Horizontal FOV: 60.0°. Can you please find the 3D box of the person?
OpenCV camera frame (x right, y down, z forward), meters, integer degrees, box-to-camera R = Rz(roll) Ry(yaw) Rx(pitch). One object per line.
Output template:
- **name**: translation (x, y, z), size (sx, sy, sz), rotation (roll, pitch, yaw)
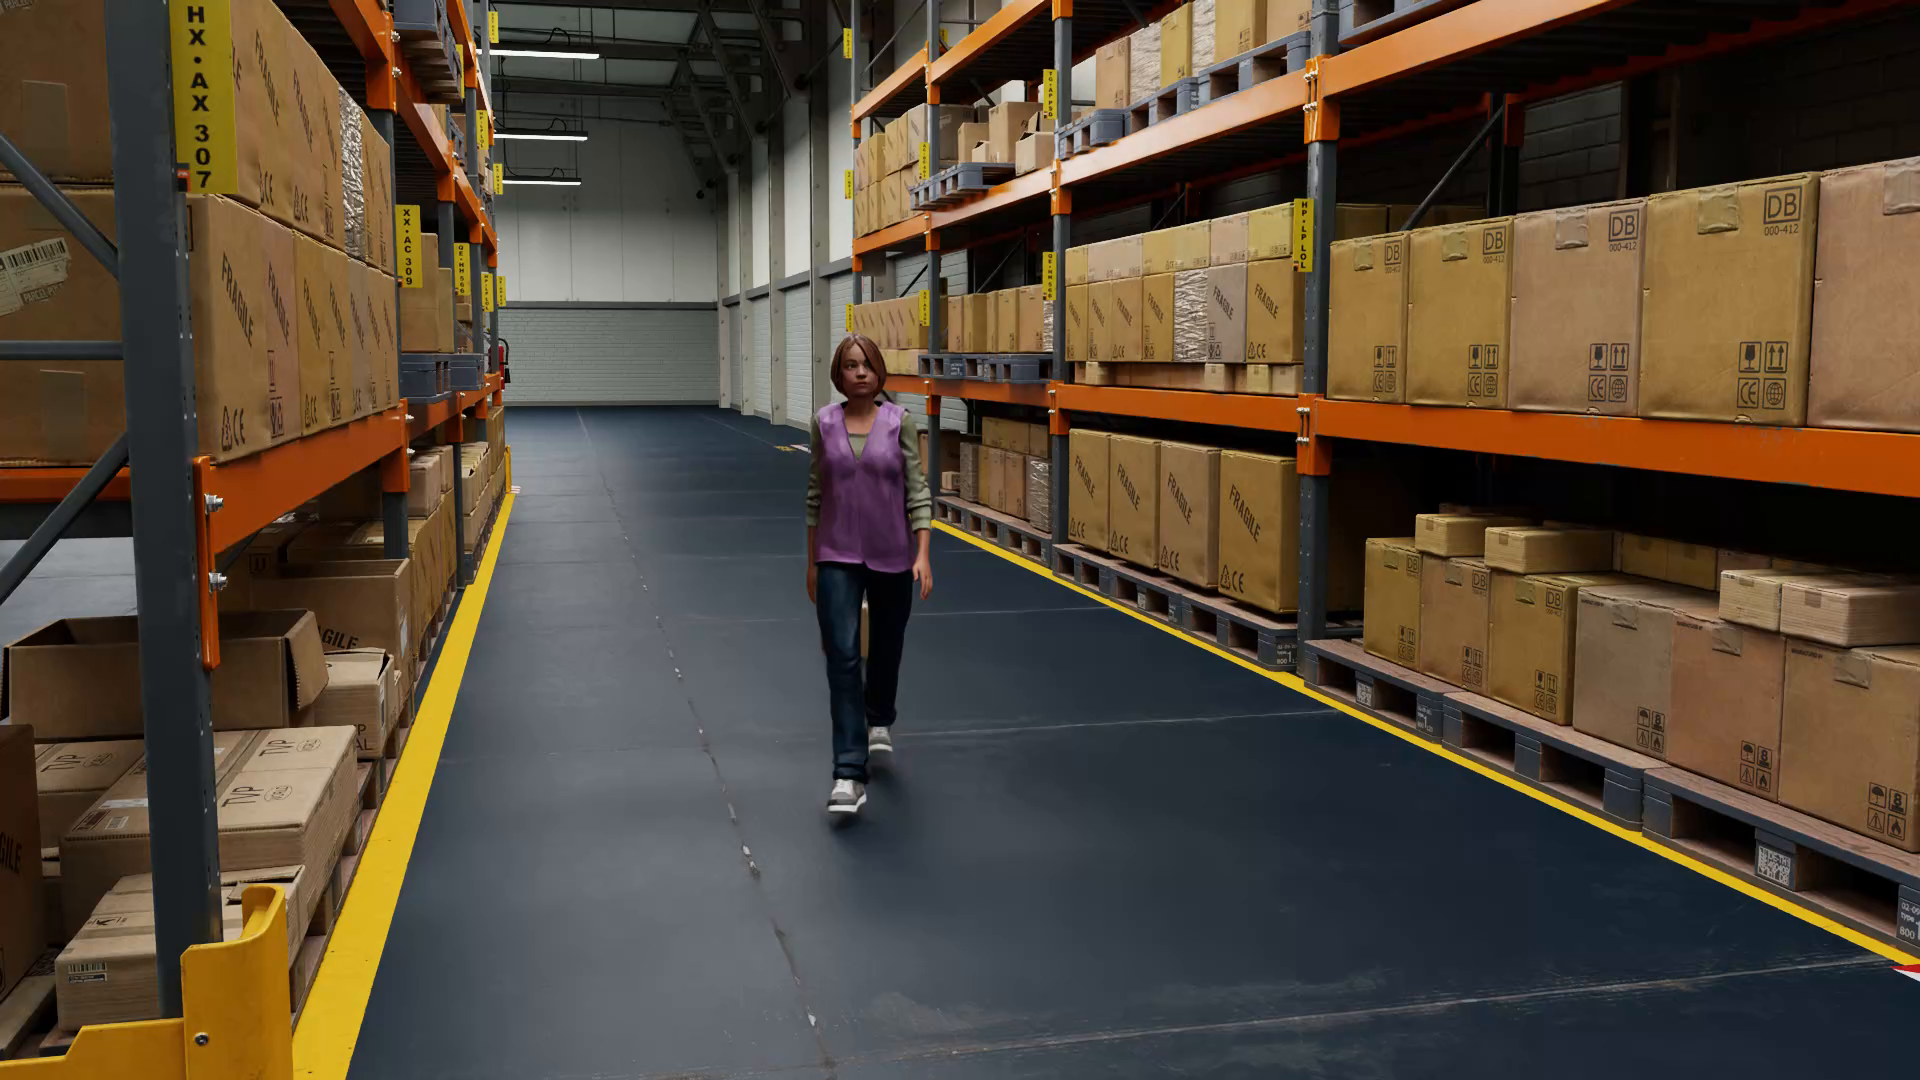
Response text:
- **person**: translation (-0.310, 0.080, 5.662), size (0.436, 1.528, 0.942), rotation (0, 6, -3)
